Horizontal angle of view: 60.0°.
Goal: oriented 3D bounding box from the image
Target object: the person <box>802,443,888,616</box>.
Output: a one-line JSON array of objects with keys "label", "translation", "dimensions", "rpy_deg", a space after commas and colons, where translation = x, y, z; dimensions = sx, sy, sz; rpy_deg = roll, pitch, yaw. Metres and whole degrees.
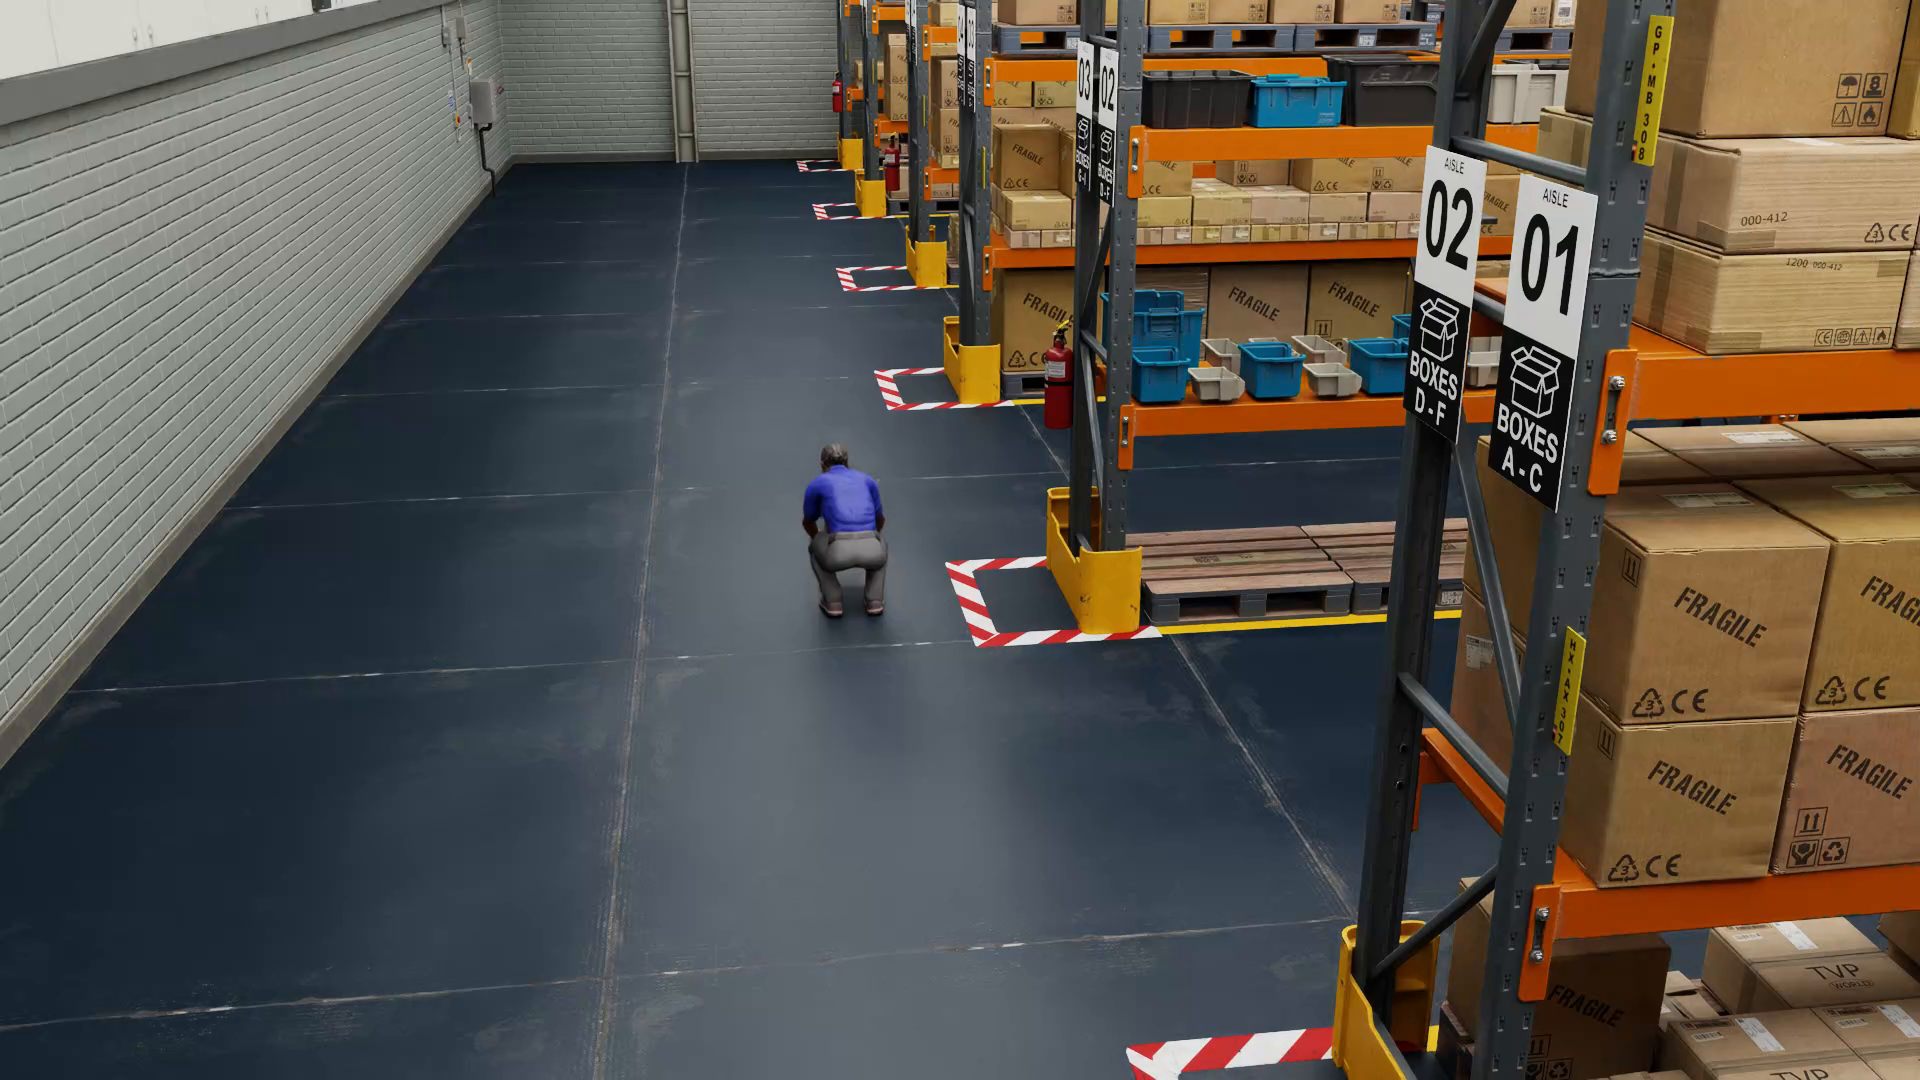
[{"label": "person", "translation": [-0.675, -0.066, 9.860], "dimensions": [0.499, 0.913, 0.827], "rpy_deg": [-3, 20, -8]}]
